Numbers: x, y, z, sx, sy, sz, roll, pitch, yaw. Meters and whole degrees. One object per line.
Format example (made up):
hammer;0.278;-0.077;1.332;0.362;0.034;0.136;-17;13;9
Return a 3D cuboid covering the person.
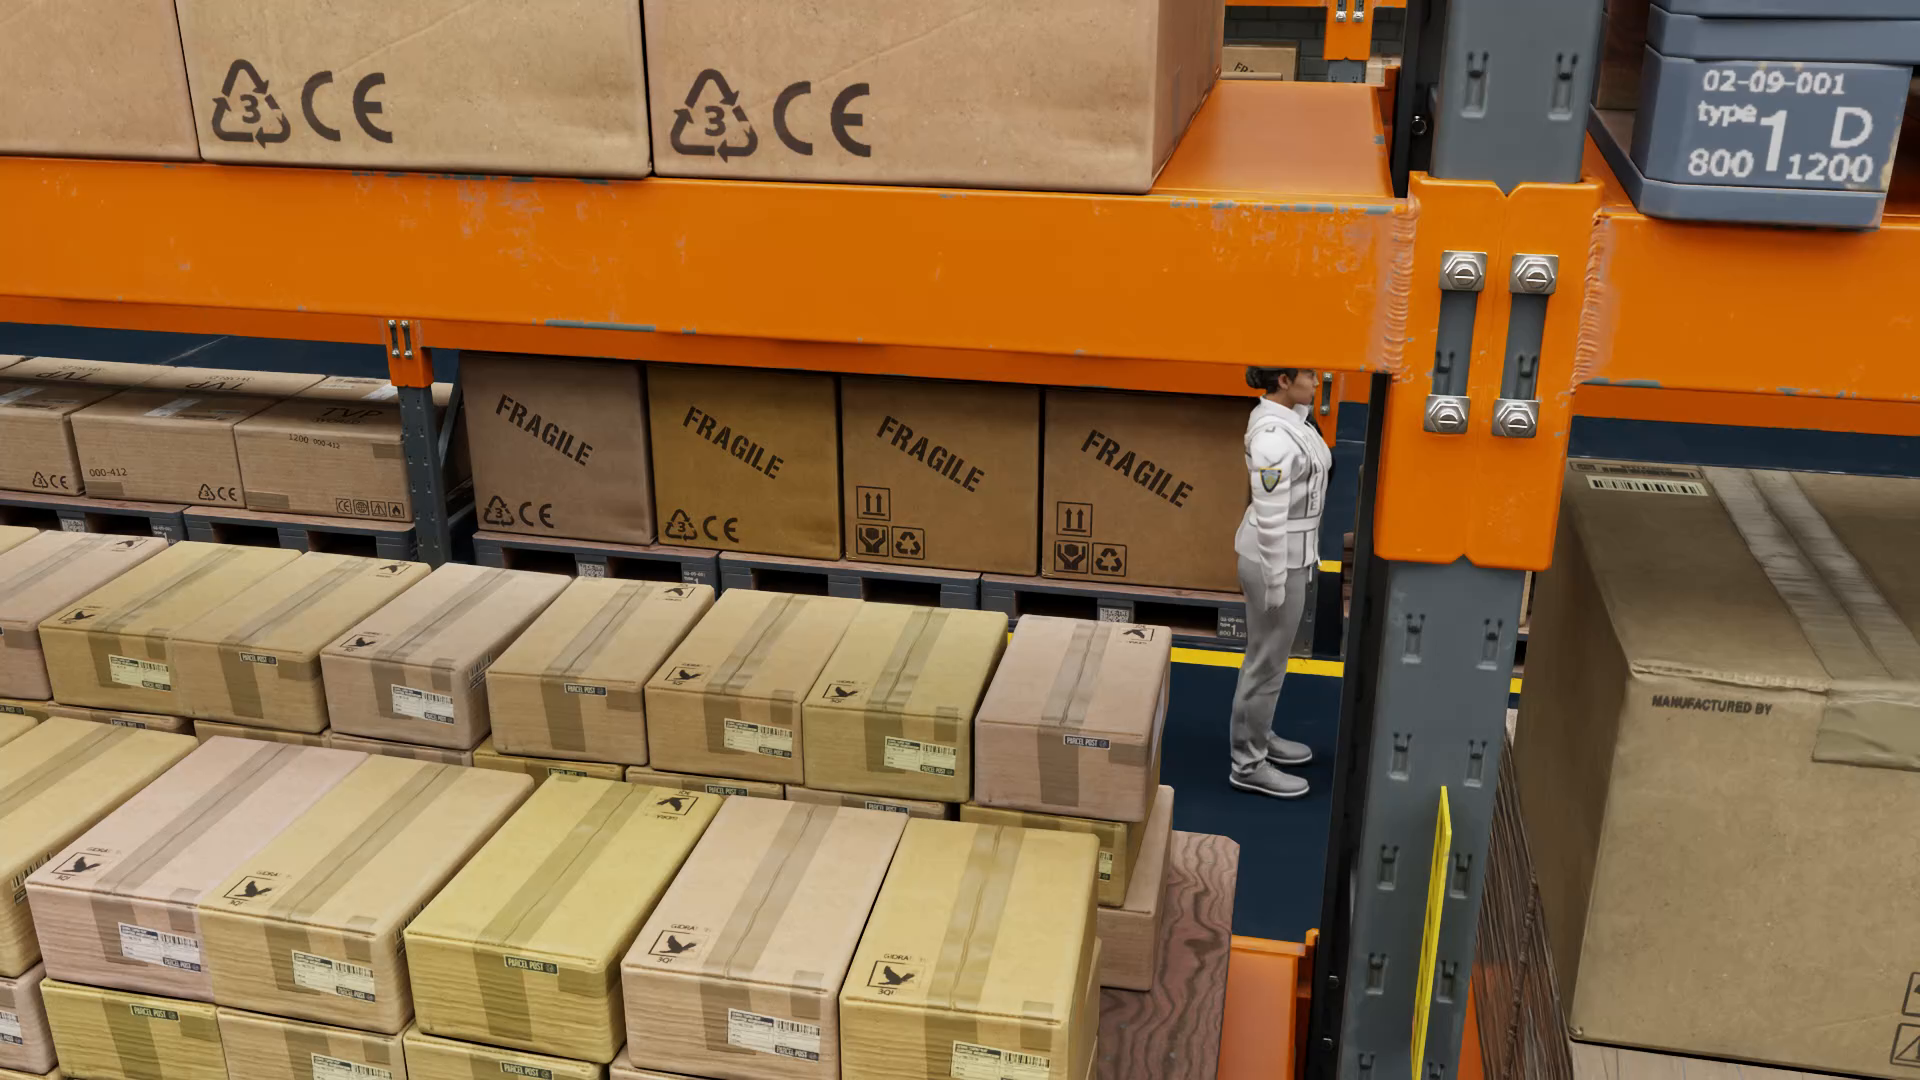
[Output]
person;1.127;0.078;5.859;0.345;1.685;0.473;5;22;12
